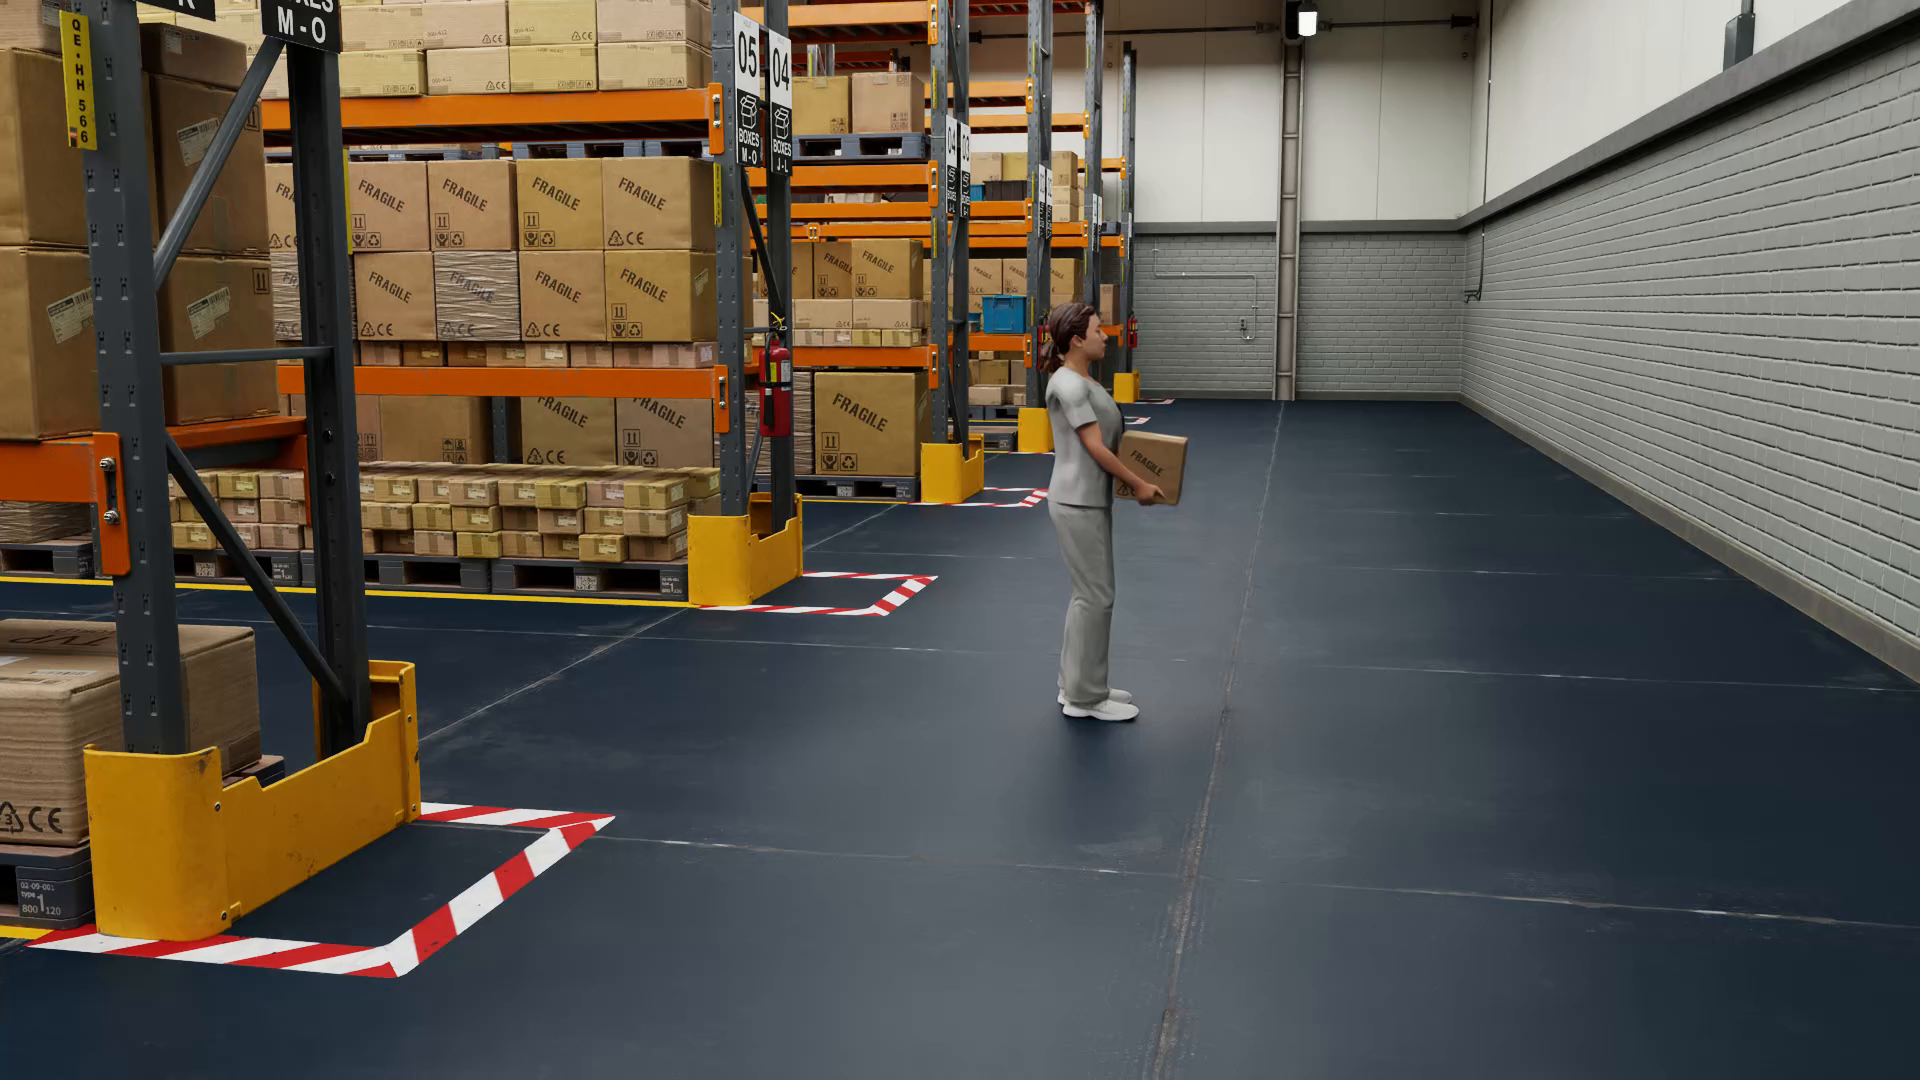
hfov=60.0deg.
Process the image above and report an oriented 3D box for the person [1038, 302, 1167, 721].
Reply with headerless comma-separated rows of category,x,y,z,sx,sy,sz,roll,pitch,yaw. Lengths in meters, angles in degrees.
person,0.572,-0.120,6.713,0.542,1.667,0.436,2,8,11
